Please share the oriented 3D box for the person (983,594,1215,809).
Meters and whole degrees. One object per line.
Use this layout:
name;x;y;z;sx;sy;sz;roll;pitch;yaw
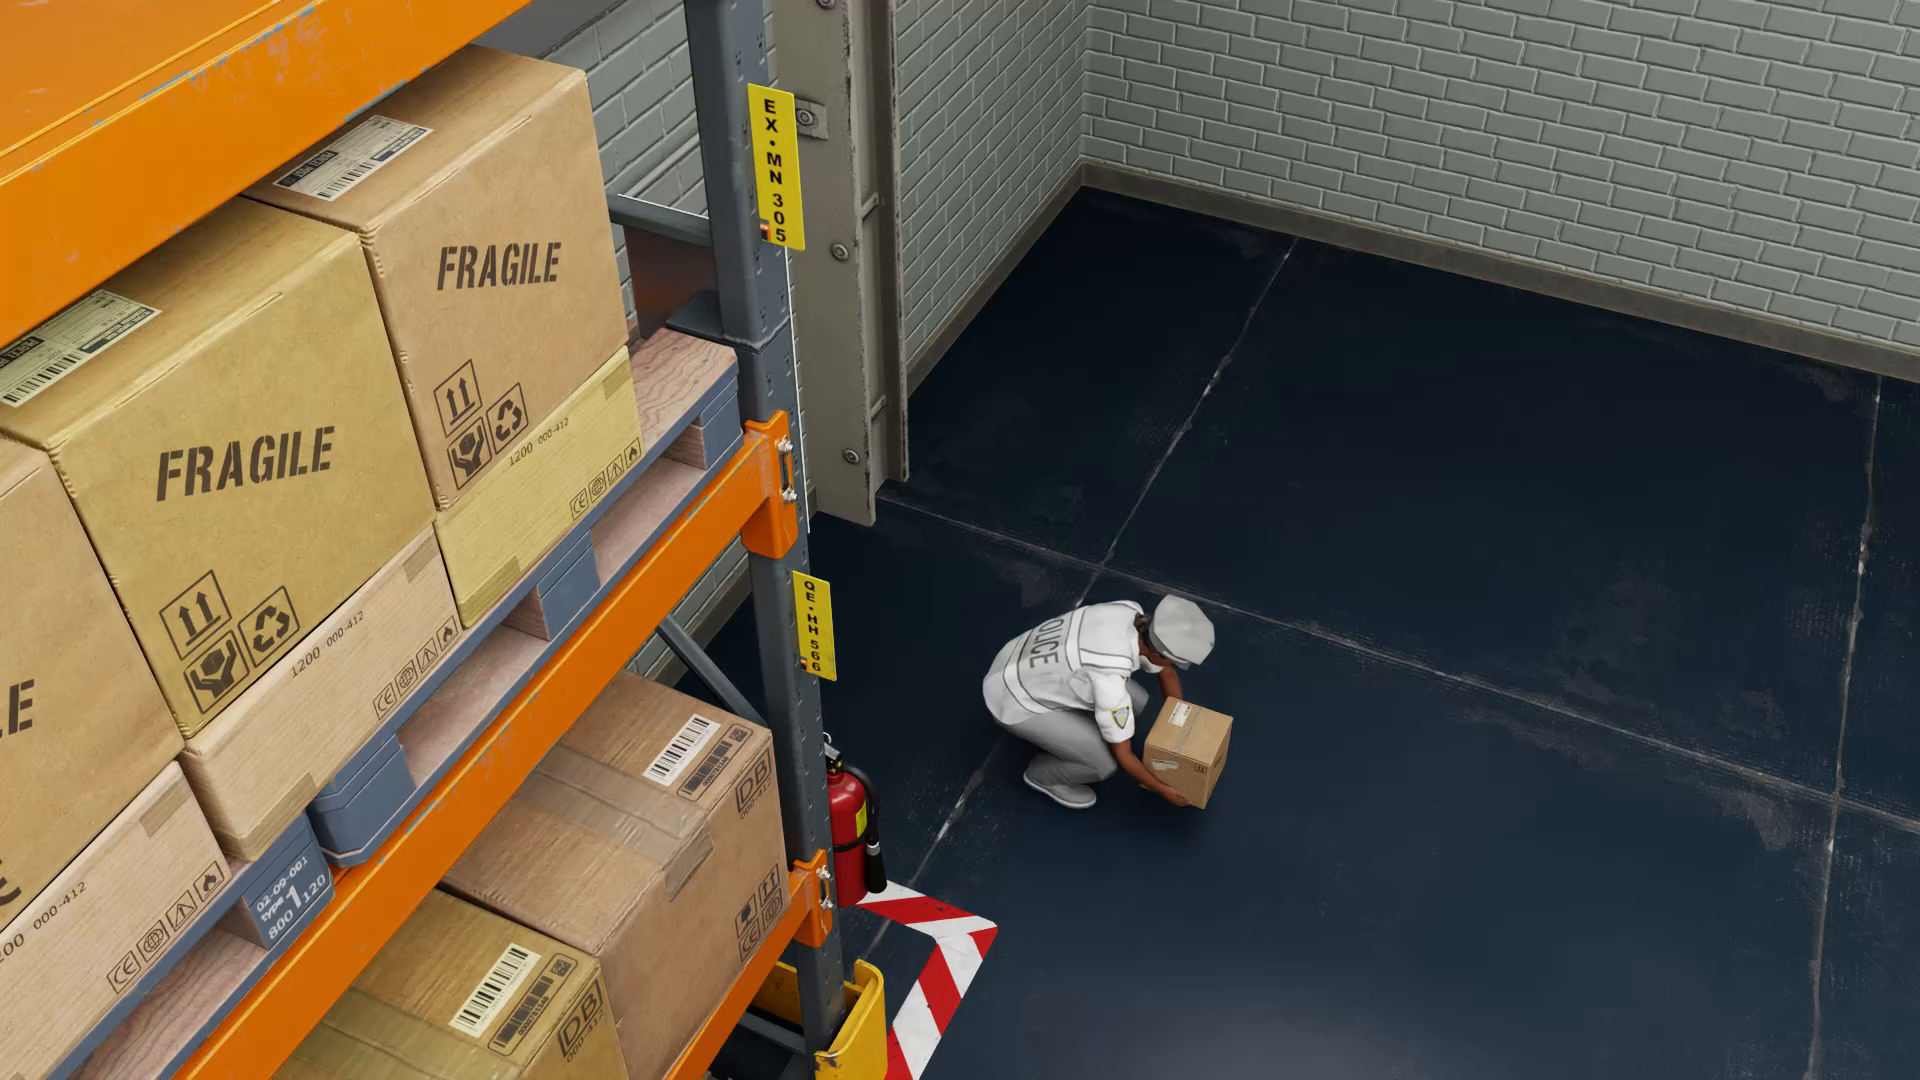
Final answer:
person;2.573;4.660;0.902;10.192;1.845;10.686;18;45;18
